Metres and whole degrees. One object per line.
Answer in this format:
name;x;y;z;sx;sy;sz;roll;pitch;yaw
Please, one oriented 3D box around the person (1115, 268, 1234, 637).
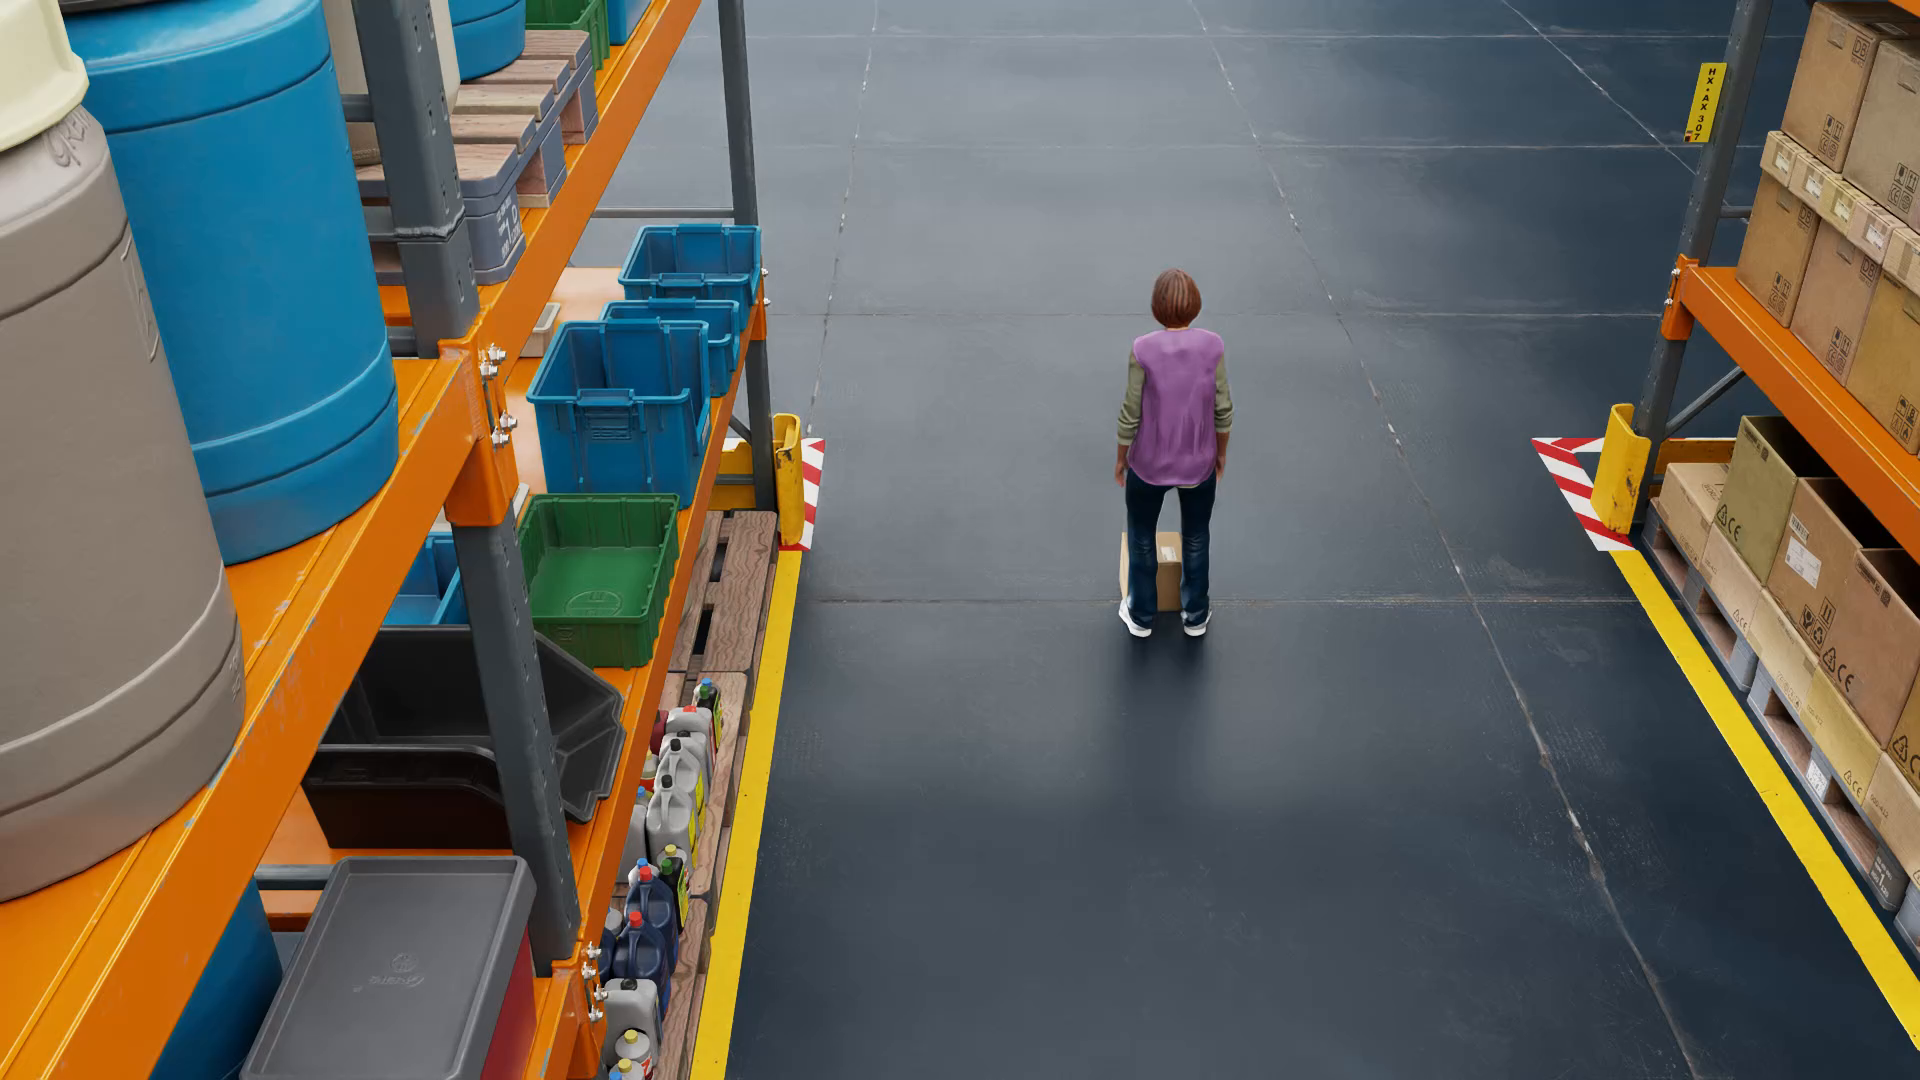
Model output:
person;0.846;-0.306;6.640;0.472;1.590;0.347;-2;32;-3
